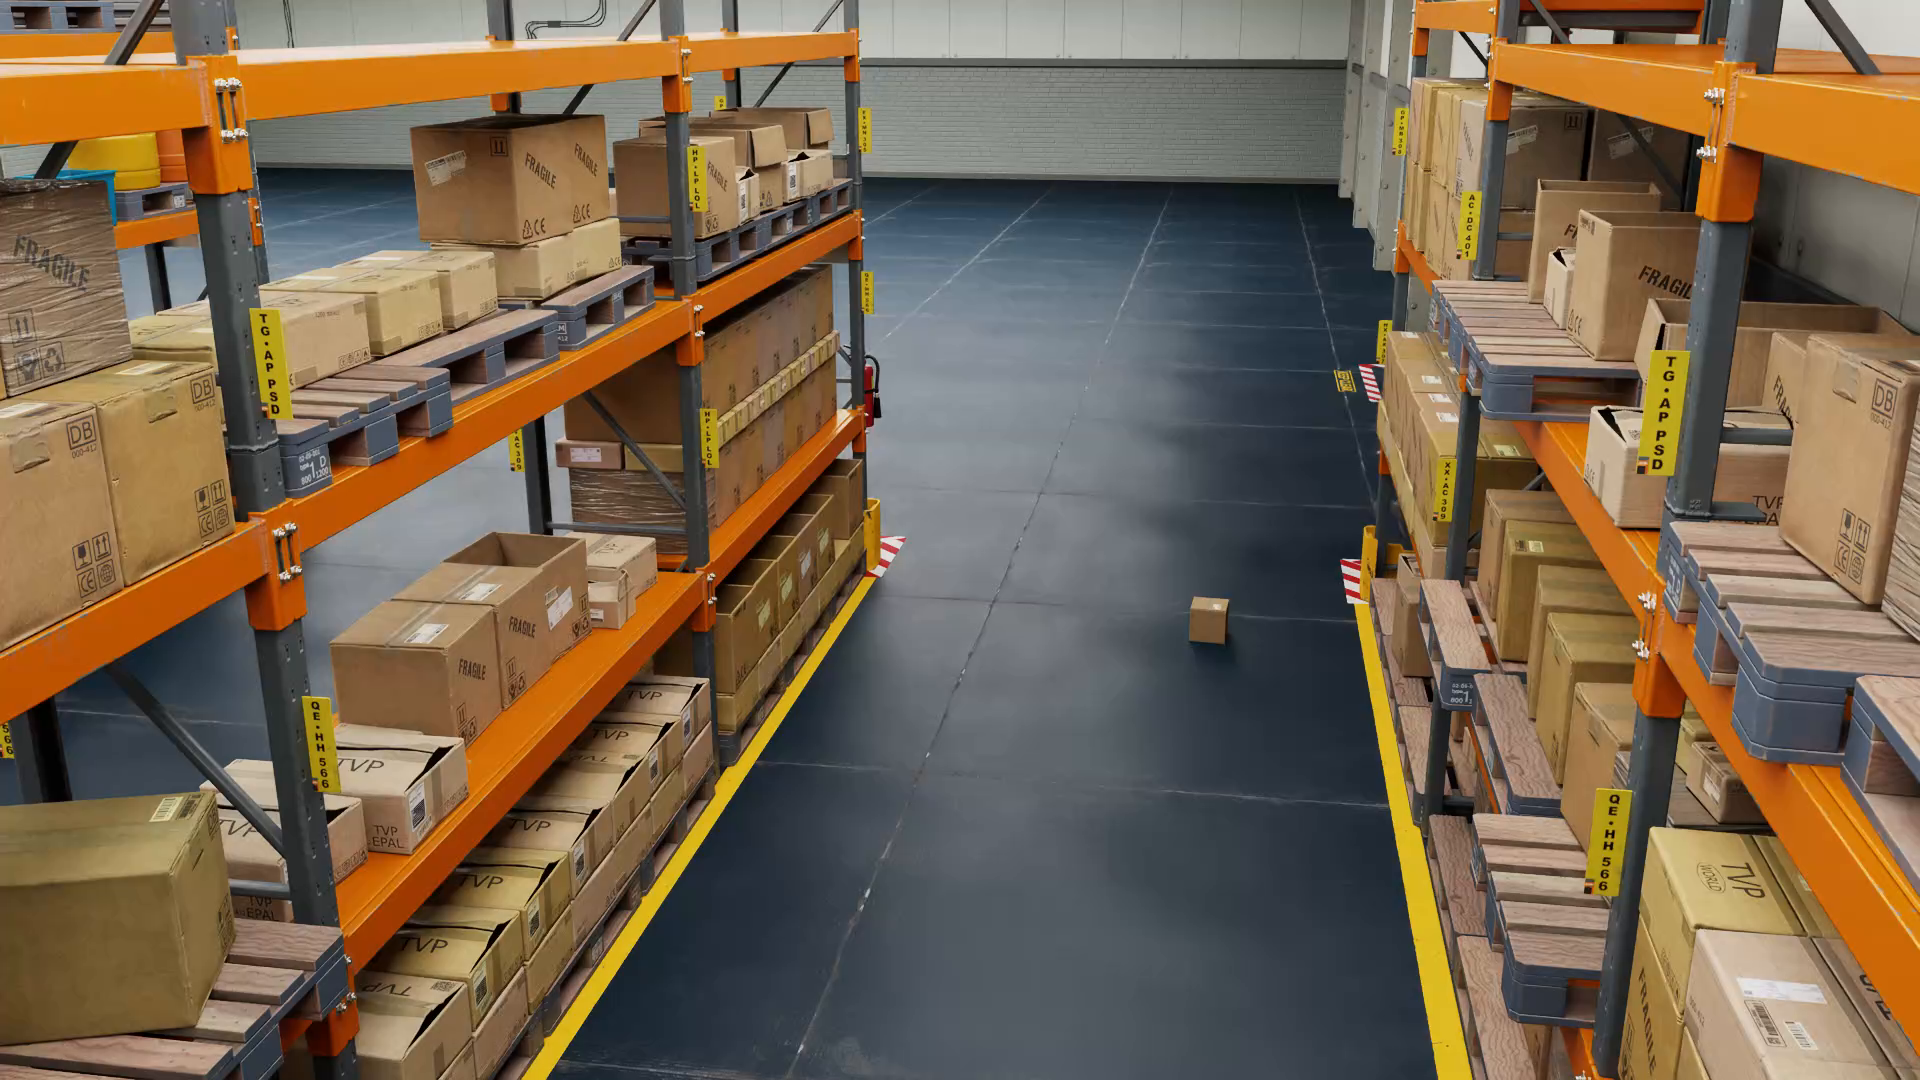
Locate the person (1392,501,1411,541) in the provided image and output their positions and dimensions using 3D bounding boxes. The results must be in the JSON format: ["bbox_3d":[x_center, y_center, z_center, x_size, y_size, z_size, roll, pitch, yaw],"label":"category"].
[{"bbox_3d":[3.904,-0.812,13.586,0.687,1.768,0.572,1,18,3],"label":"person"}]
